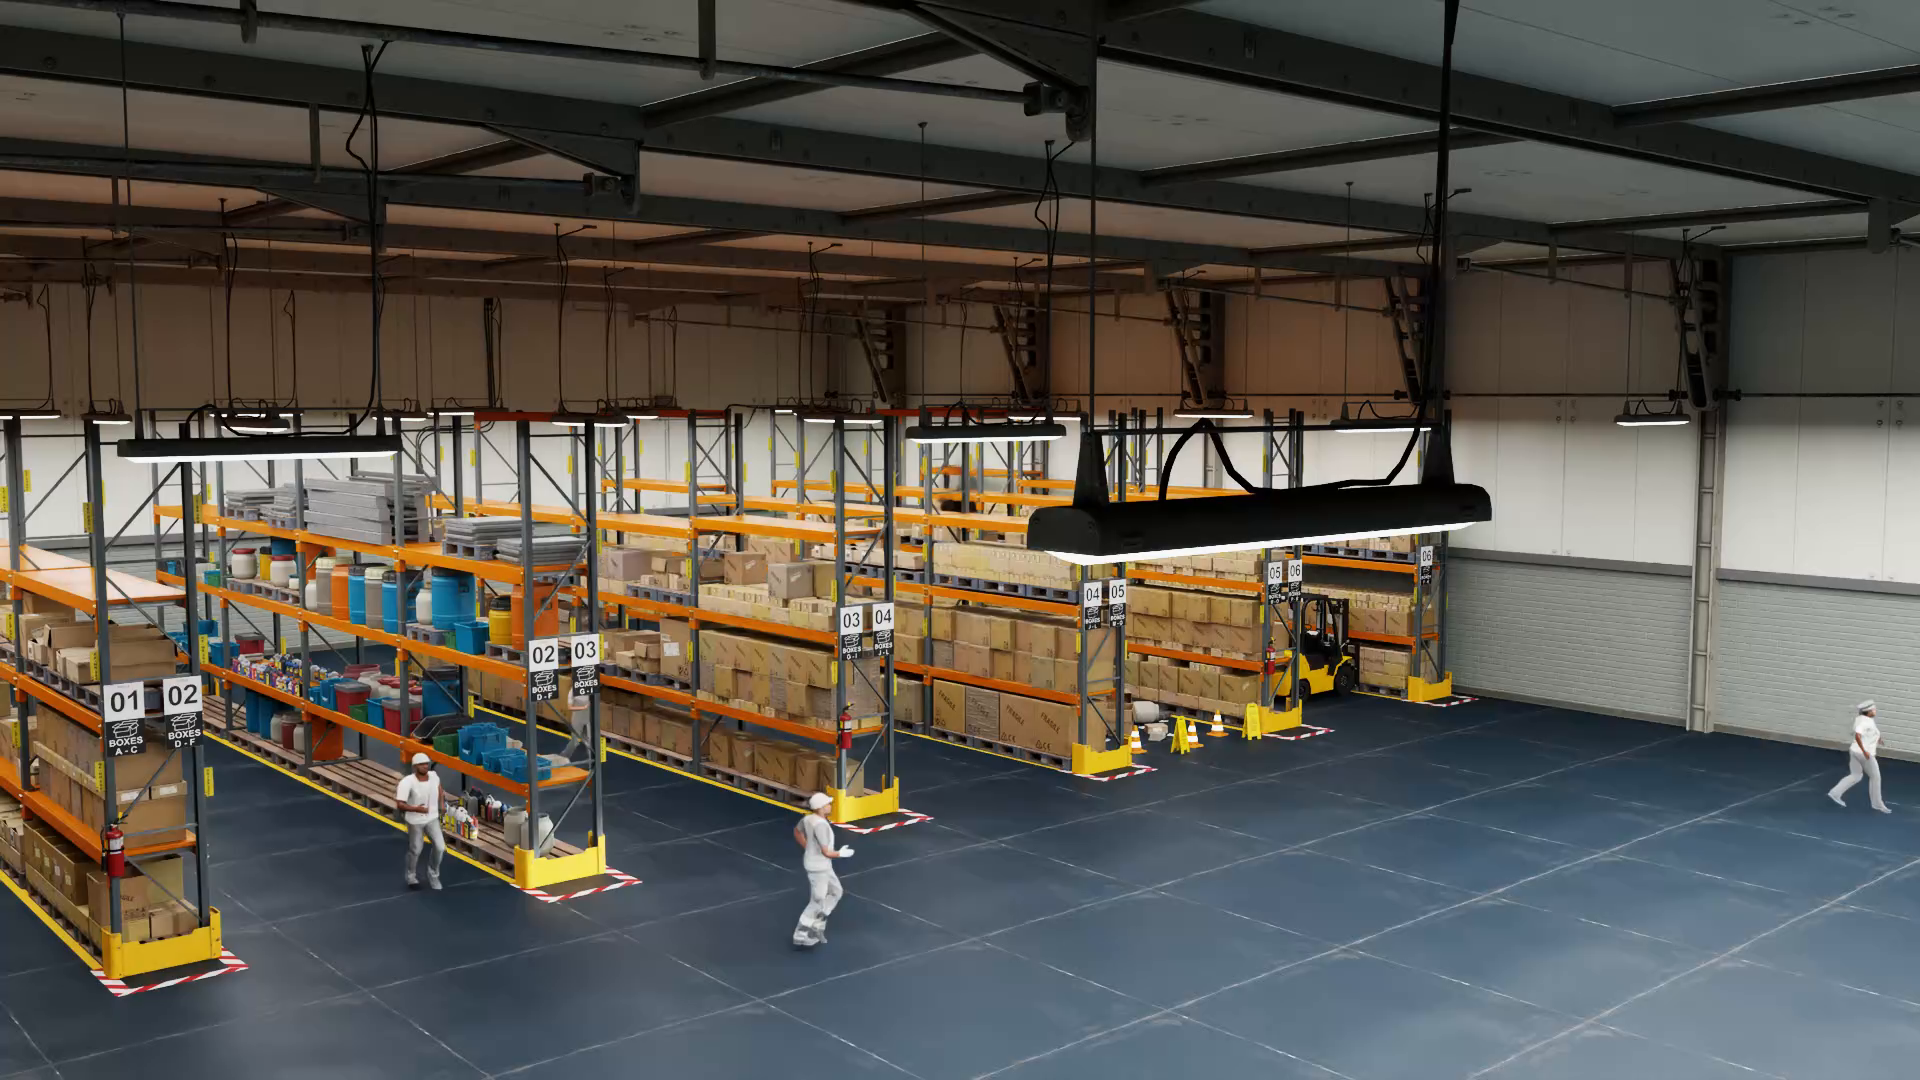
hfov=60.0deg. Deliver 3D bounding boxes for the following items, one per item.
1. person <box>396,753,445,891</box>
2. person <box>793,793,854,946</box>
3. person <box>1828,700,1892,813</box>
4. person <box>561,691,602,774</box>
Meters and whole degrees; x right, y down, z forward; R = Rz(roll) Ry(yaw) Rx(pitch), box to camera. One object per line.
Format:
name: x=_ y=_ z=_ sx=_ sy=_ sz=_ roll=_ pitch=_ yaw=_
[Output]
person: x=-6.830 y=3.601 z=21.193 sx=0.726 sy=1.811 sz=0.730 roll=5 pitch=7 yaw=45
person: x=-1.577 y=3.783 z=19.039 sx=0.710 sy=1.820 sz=0.690 roll=-1 pitch=5 yaw=-14
person: x=13.691 y=3.267 z=25.249 sx=0.882 sy=1.714 sz=0.579 roll=0 pitch=5 yaw=5
person: x=-6.314 y=3.038 z=27.741 sx=0.970 sy=1.653 sz=0.564 roll=5 pitch=7 yaw=42
